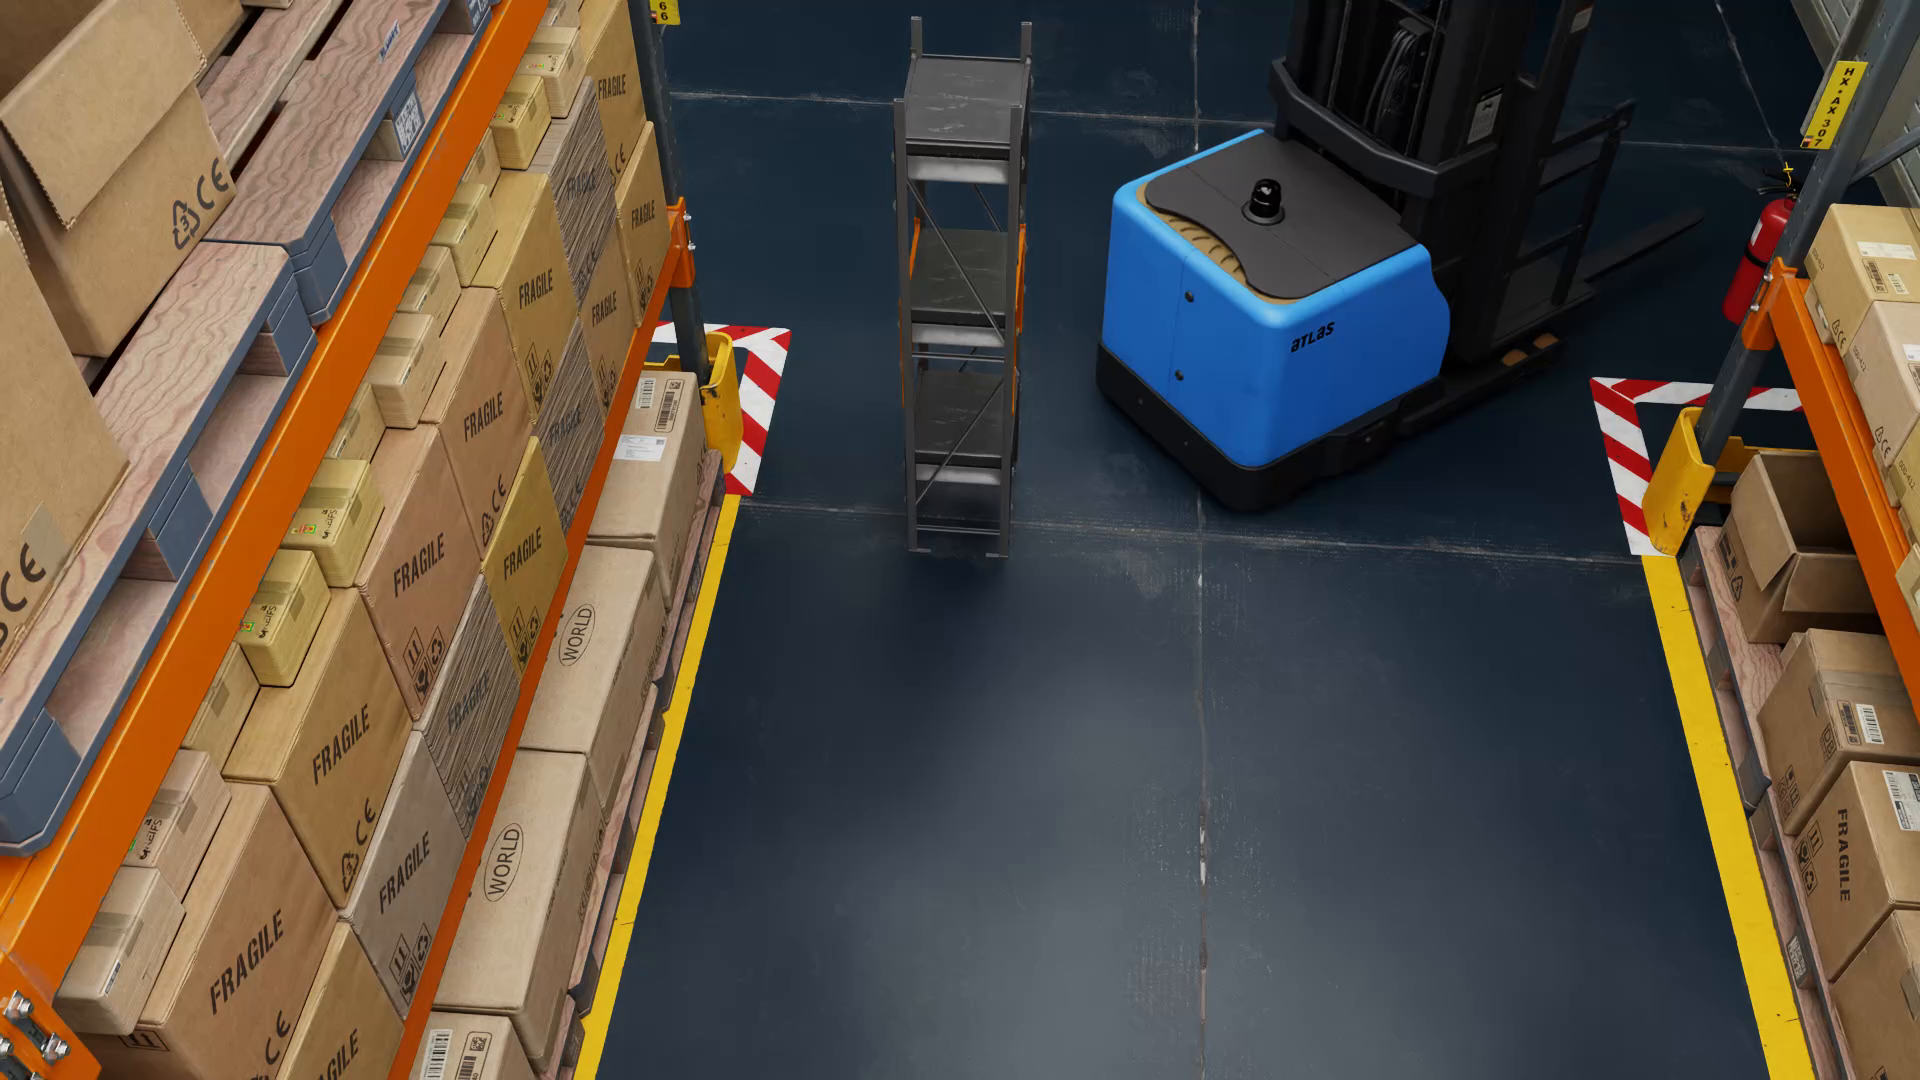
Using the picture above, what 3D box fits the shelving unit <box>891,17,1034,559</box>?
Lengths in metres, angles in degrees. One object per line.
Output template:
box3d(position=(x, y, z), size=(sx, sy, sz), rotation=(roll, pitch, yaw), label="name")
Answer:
box3d(position=(0.015, -0.830, 6.112), size=(0.431, 2.100, 0.503), rotation=(4, 48, 4), label="shelving unit")

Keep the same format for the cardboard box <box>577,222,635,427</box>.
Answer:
box3d(position=(-1.373, -0.721, 5.335), size=(0.500, 0.500, 0.500), rotation=(3, 48, 3), label="cardboard box")

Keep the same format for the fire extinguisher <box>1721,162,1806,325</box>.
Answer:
box3d(position=(2.965, -1.083, 6.039), size=(0.296, 0.674, 0.183), rotation=(4, 48, 4), label="fire extinguisher")

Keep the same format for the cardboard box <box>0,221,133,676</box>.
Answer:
box3d(position=(-1.634, -0.128, 2.407), size=(0.500, 0.500, 0.500), rotation=(5, 48, 4), label="cardboard box")

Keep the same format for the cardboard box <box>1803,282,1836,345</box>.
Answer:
box3d(position=(3.108, -0.788, 5.634), size=(0.380, 0.149, 0.250), rotation=(4, 48, 3), label="cardboard box")

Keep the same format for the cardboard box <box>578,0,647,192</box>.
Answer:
box3d(position=(-1.339, -1.428, 5.304), size=(0.500, 0.500, 0.500), rotation=(5, 48, 5), label="cardboard box")

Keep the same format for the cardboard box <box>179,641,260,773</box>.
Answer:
box3d(position=(-1.621, 0.327, 3.259), size=(0.380, 0.149, 0.250), rotation=(3, 48, 3), label="cardboard box")

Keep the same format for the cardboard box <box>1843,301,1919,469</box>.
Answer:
box3d(position=(3.056, -0.460, 5.064), size=(0.500, 0.250, 0.500), rotation=(4, 48, 4), label="cardboard box")

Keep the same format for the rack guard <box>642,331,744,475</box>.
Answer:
box3d(position=(-1.530, -0.601, 6.987), size=(1.175, 0.500, 0.348), rotation=(4, 48, 4), label="rack guard")

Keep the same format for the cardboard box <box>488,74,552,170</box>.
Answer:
box3d(position=(-1.368, -1.174, 4.632), size=(0.380, 0.149, 0.250), rotation=(5, 48, 4), label="cardboard box")

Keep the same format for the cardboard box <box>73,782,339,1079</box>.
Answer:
box3d(position=(-1.612, 0.807, 3.260), size=(0.500, 0.500, 0.500), rotation=(4, 48, 4), label="cardboard box")

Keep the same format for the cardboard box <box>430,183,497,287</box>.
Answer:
box3d(position=(-1.427, -0.799, 4.289), size=(0.380, 0.149, 0.250), rotation=(5, 48, 4), label="cardboard box")

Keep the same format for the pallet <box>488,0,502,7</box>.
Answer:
box3d(position=(-1.589, -1.864, 4.475), size=(1.003, 0.211, 1.213), rotation=(4, 48, 4), label="pallet")

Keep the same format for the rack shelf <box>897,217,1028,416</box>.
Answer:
box3d(position=(0.015, -0.821, 6.122), size=(0.431, 0.518, 0.480), rotation=(4, 48, 4), label="rack shelf")

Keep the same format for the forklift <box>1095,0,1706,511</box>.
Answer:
box3d(position=(2.103, -1.971, 6.593), size=(3.031, 2.935, 1.130), rotation=(-26, 53, -22), label="forklift")

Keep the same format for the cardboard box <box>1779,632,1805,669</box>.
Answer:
box3d(position=(3.184, 0.477, 5.954), size=(0.380, 0.149, 0.250), rotation=(2, 48, 2), label="cardboard box")

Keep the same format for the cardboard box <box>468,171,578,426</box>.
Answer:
box3d(position=(-1.405, -0.679, 4.619), size=(0.500, 0.500, 0.500), rotation=(4, 48, 3), label="cardboard box")

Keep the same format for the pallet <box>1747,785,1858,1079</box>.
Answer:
box3d(position=(3.219, 1.381, 5.370), size=(1.003, 0.211, 1.213), rotation=(4, 48, 4), label="pallet")

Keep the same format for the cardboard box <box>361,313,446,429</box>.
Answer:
box3d(position=(-1.452, -0.411, 3.934), size=(0.380, 0.149, 0.250), rotation=(4, 48, 4), label="cardboard box")

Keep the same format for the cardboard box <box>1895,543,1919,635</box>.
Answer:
box3d(position=(2.941, 0.155, 4.772), size=(0.380, 0.149, 0.250), rotation=(3, 48, 2), label="cardboard box")

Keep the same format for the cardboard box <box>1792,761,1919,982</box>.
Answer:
box3d(position=(2.997, 1.056, 5.187), size=(0.500, 0.500, 0.500), rotation=(5, 48, 4), label="cardboard box")

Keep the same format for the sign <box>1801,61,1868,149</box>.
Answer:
box3d(position=(2.871, -1.425, 5.460), size=(0.100, 0.325, 0.005), rotation=(4, 48, 4), label="sign")

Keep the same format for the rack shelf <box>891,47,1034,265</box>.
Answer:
box3d(position=(0.015, -1.294, 5.606), size=(0.431, 0.518, 0.480), rotation=(4, 48, 4), label="rack shelf")

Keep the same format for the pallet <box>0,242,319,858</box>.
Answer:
box3d(position=(-1.811, -0.071, 2.835), size=(1.003, 0.211, 1.213), rotation=(4, 48, 4), label="pallet")

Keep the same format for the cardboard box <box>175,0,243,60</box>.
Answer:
box3d(position=(-1.865, -1.178, 3.367), size=(0.500, 0.500, 0.500), rotation=(5, 48, 4), label="cardboard box")

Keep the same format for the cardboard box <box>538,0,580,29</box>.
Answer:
box3d(position=(-1.364, -1.552, 4.978), size=(0.380, 0.149, 0.250), rotation=(5, 48, 4), label="cardboard box")

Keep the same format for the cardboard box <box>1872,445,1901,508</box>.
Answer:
box3d(position=(3.058, -0.221, 5.116), size=(0.380, 0.149, 0.250), rotation=(5, 48, 5), label="cardboard box")

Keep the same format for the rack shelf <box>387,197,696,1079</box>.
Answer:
box3d(position=(-1.714, 0.285, 4.970), size=(1.077, 0.370, 4.000), rotation=(4, 48, 4), label="rack shelf")

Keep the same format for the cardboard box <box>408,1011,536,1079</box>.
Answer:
box3d(position=(-1.732, 1.781, 4.566), size=(0.875, 0.438, 0.875), rotation=(3, 48, 3), label="cardboard box")

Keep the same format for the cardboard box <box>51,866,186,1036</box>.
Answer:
box3d(position=(-1.609, 0.707, 2.911), size=(0.380, 0.149, 0.250), rotation=(3, 48, 3), label="cardboard box")

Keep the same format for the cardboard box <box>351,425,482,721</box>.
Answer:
box3d(position=(-1.502, 0.061, 3.942), size=(0.500, 0.500, 0.500), rotation=(5, 48, 4), label="cardboard box")

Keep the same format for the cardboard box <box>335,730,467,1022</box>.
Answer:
box3d(position=(-1.543, 0.782, 3.961), size=(0.500, 0.500, 0.500), rotation=(4, 48, 4), label="cardboard box")

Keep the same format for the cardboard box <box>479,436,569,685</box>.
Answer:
box3d(position=(-1.444, 0.038, 4.641), size=(0.500, 0.500, 0.500), rotation=(5, 48, 5), label="cardboard box")

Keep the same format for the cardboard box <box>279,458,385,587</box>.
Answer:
box3d(position=(-1.484, -0.044, 3.599), size=(0.380, 0.149, 0.250), rotation=(3, 48, 2), label="cardboard box")

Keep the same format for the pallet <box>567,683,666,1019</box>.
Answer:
box3d(position=(-1.641, 1.001, 5.718), size=(1.003, 0.211, 1.213), rotation=(4, 48, 4), label="pallet")

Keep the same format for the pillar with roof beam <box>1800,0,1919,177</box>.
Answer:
box3d(position=(0.268, -5.331, 5.554), size=(9.100, 9.000, 0.400), rotation=(4, 48, 4), label="pillar with roof beam")

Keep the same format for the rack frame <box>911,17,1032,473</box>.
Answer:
box3d(position=(0.037, -1.010, 6.276), size=(0.400, 2.100, 0.015), rotation=(4, 48, 4), label="rack frame")

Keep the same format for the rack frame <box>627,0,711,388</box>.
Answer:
box3d(position=(-1.532, -1.427, 6.049), size=(1.000, 3.000, 0.127), rotation=(4, 48, 4), label="rack frame")

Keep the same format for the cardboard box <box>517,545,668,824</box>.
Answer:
box3d(position=(-1.568, 0.460, 5.774), size=(0.875, 0.438, 0.875), rotation=(5, 48, 5), label="cardboard box")
